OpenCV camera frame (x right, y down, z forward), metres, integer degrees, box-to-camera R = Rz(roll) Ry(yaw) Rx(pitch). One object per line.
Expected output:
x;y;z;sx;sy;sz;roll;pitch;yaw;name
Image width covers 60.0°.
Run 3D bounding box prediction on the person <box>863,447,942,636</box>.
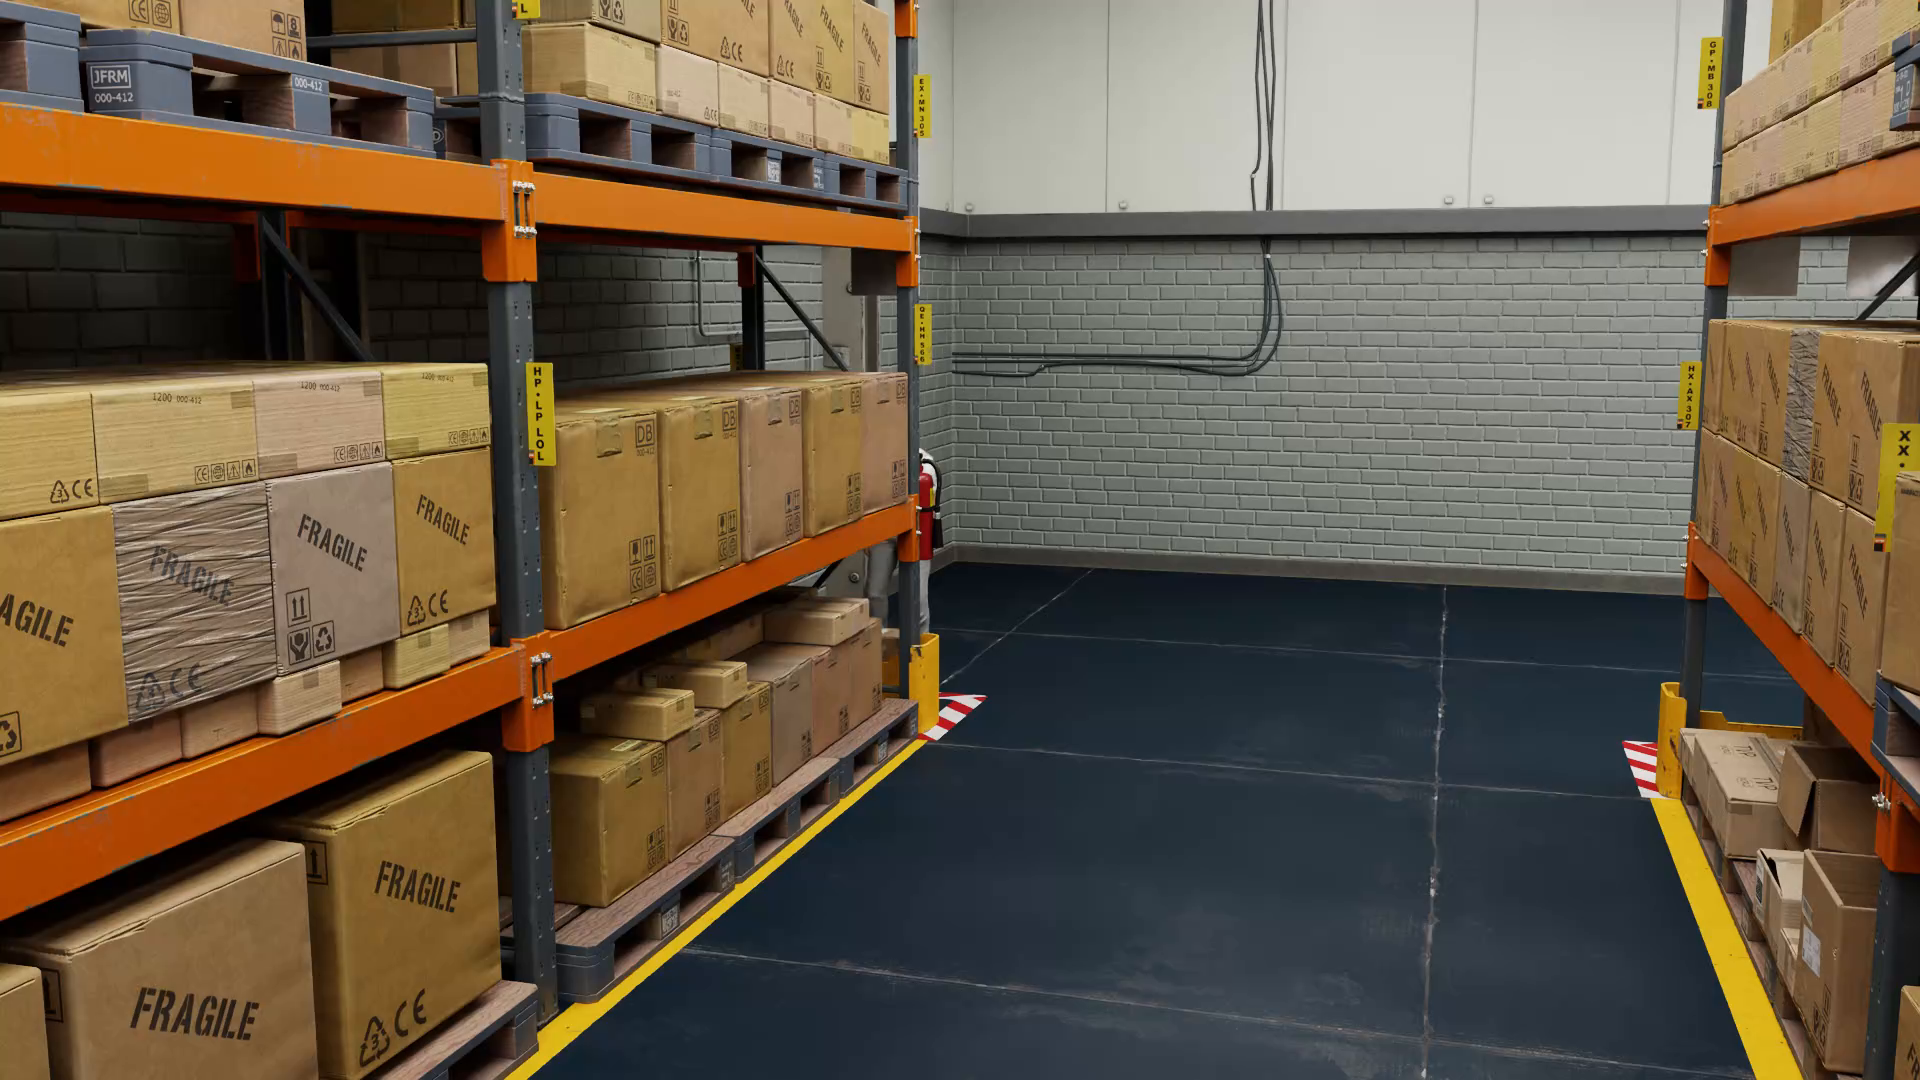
-0.404;-0.006;10.864;0.551;1.664;0.469;2;9;13;person
